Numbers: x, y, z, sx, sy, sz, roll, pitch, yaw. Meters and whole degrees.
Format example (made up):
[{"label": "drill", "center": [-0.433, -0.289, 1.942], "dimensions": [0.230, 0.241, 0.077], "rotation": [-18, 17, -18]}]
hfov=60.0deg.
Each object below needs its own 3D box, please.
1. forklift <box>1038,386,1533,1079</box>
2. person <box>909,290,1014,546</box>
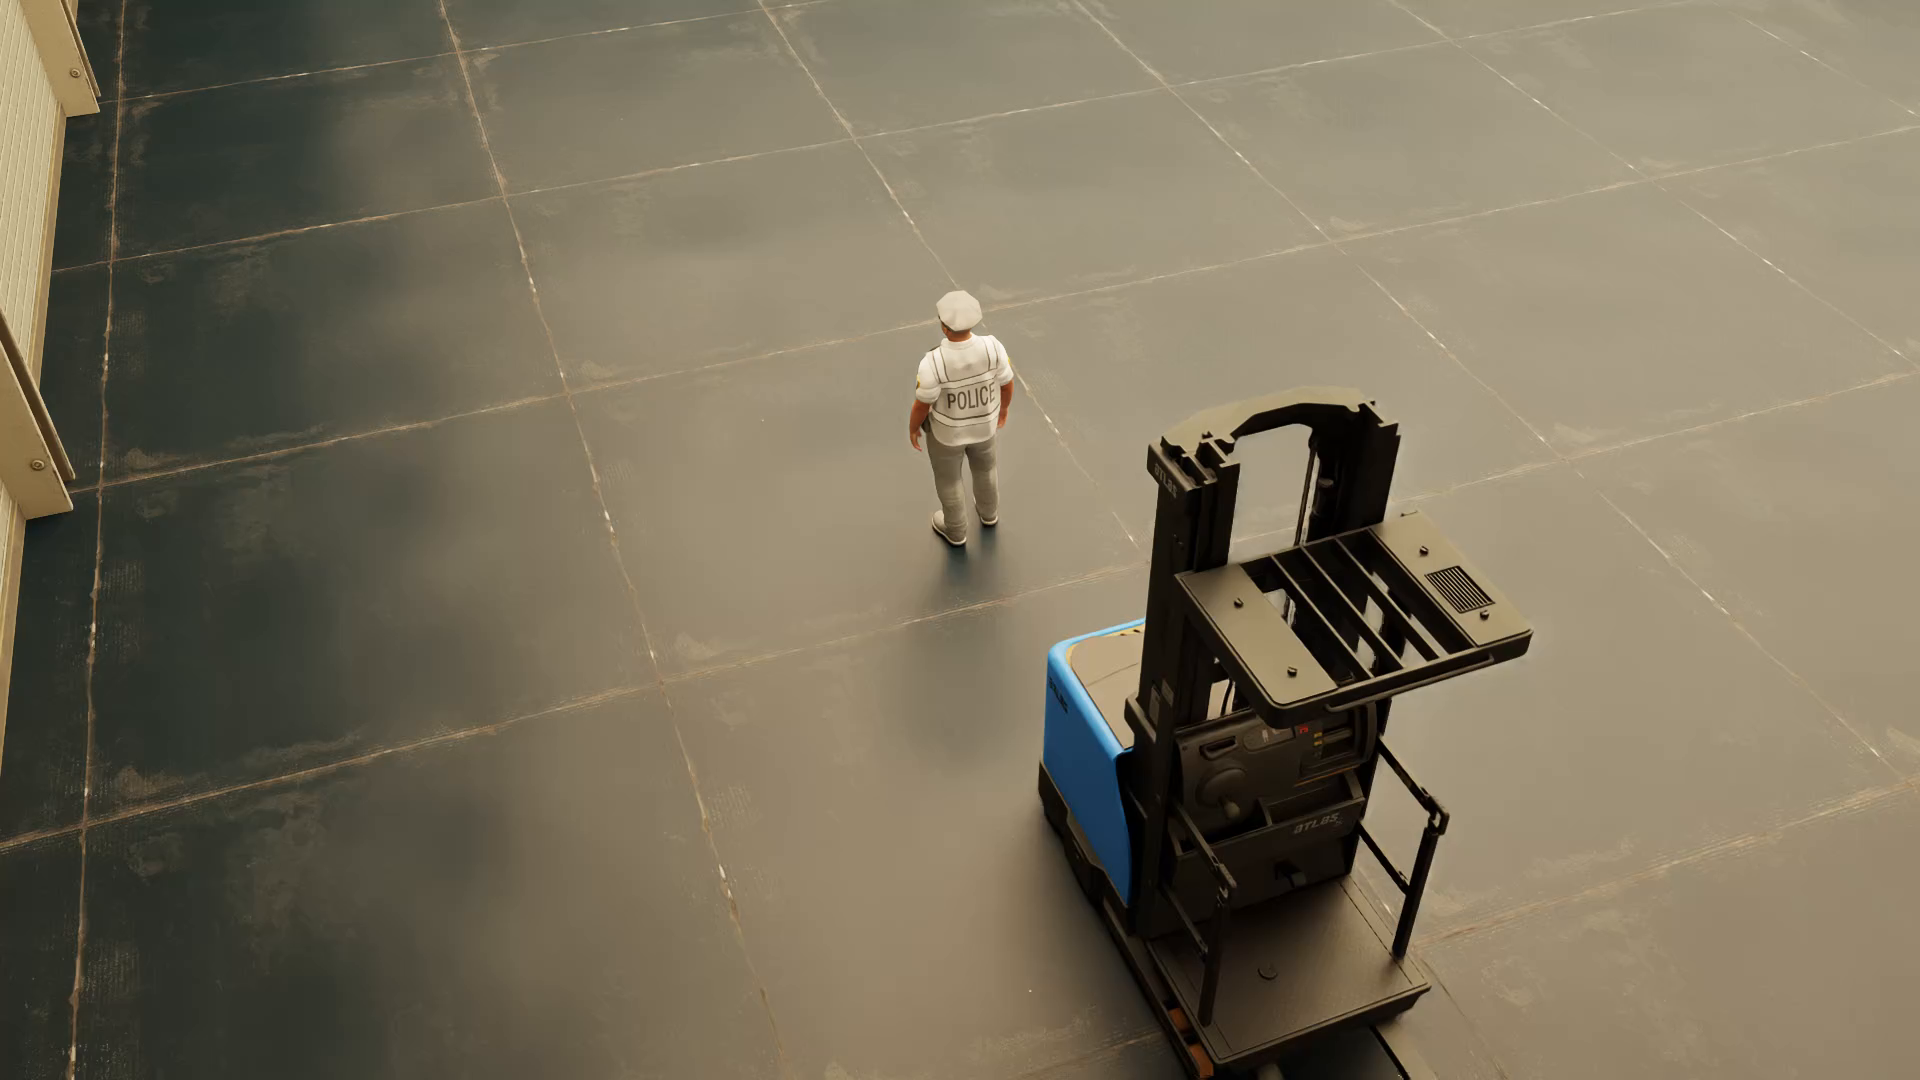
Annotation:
[{"label": "forklift", "center": [1.420, 0.970, 6.841], "dimensions": [1.130, 2.935, 3.031], "rotation": [-14, 42, -16]}, {"label": "person", "center": [-0.016, -0.738, 9.757], "dimensions": [0.641, 1.781, 0.574], "rotation": [-13, 42, -15]}]
